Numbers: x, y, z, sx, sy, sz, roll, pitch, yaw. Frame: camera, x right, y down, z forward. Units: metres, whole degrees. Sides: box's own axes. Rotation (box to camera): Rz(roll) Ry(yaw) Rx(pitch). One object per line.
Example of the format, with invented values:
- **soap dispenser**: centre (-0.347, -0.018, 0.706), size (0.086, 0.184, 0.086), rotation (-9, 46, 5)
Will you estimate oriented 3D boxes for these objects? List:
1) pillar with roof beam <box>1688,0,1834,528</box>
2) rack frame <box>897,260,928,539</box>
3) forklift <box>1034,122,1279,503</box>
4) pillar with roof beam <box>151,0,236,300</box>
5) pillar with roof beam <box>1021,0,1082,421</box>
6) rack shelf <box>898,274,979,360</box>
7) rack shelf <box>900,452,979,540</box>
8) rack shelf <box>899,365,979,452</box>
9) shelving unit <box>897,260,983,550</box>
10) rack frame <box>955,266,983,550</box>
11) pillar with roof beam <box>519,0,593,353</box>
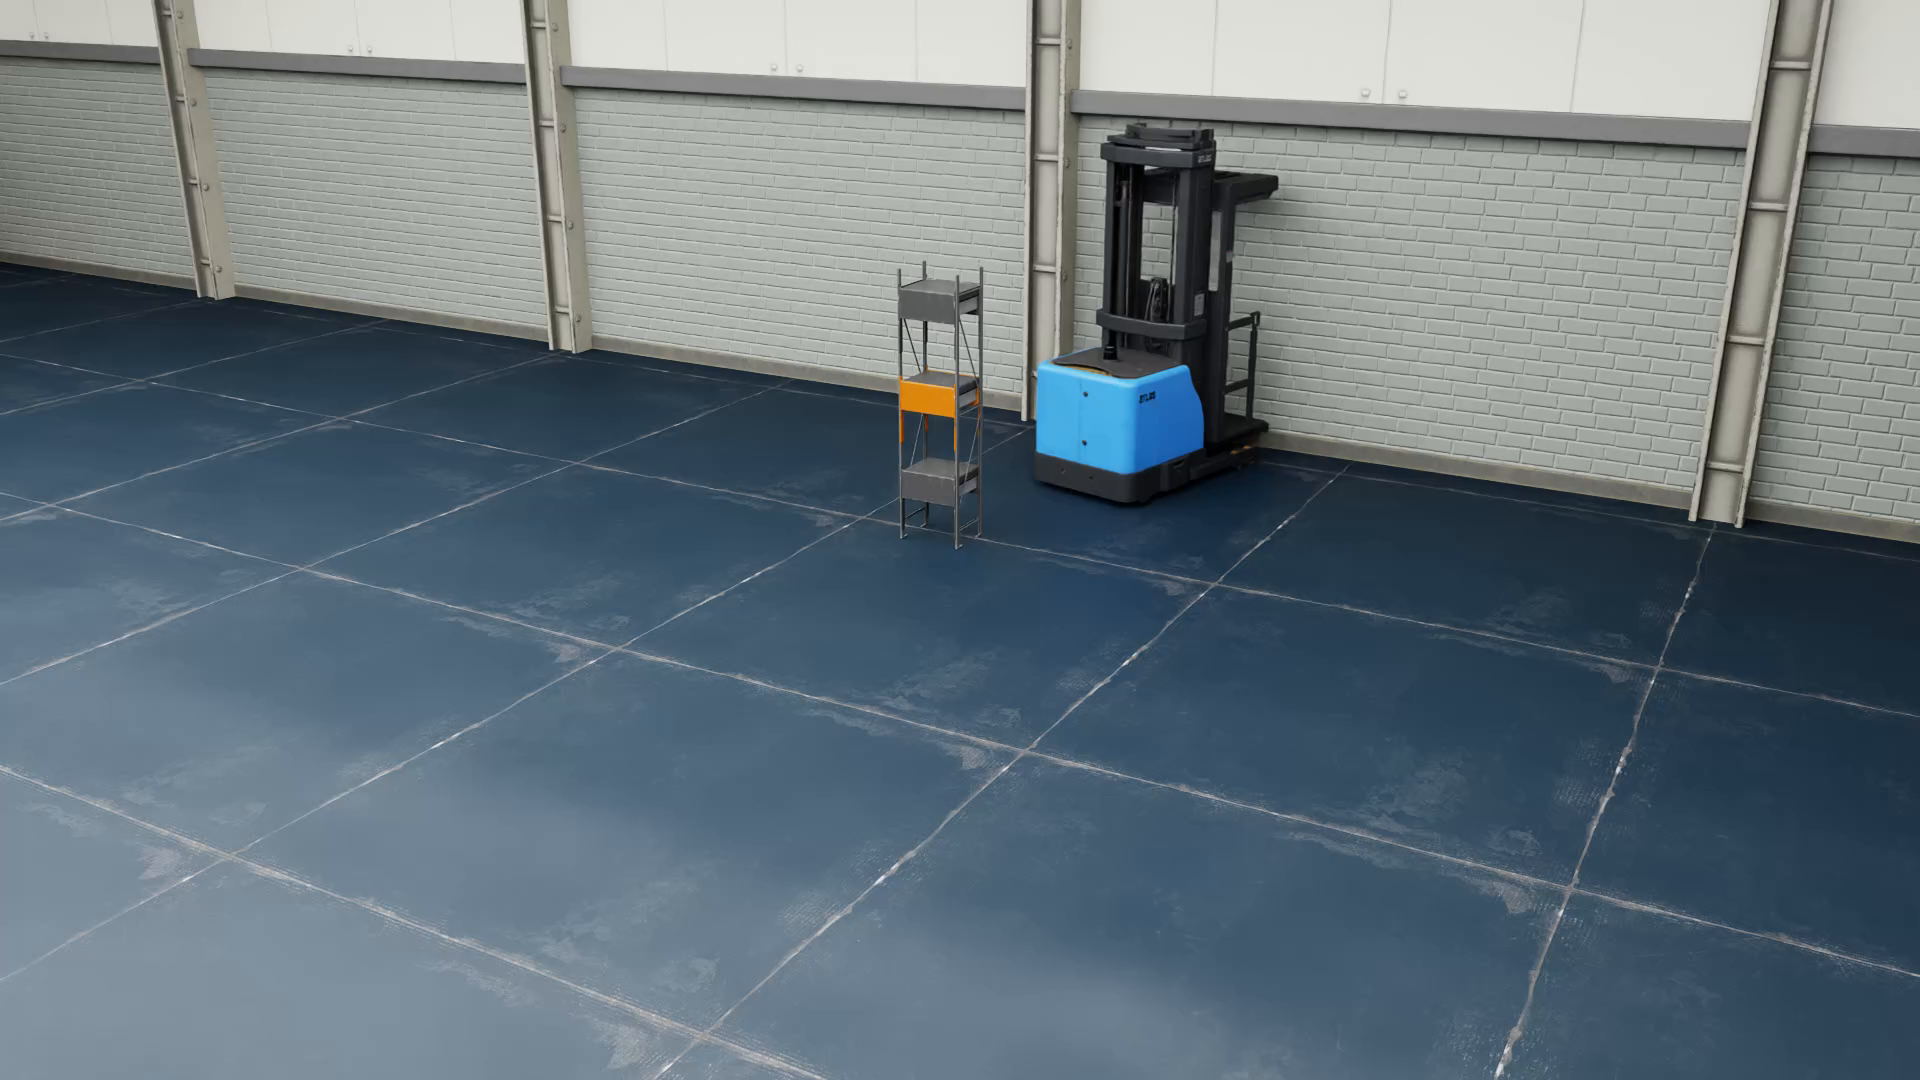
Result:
- **pillar with roof beam**: centre (3.976, -3.121, 8.272), size (0.400, 9.000, 9.100), rotation (11, 23, 27)
- **rack frame**: centre (-0.358, -1.055, 12.695), size (0.015, 2.100, 0.400), rotation (11, 23, 27)
- **forklift**: centre (1.990, -2.100, 14.355), size (1.130, 2.935, 3.031), rotation (17, 26, 39)
- **pillar with roof beam**: centre (-11.738, -6.114, 16.524), size (0.400, 9.000, 9.100), rotation (11, 23, 27)
- **pillar with roof beam**: centre (-1.262, -4.119, 11.023), size (0.400, 9.000, 9.100), rotation (11, 23, 27)
- **rack shelf**: centre (-0.144, -1.660, 12.349), size (0.480, 0.518, 0.431), rotation (11, 23, 27)
- **rack shelf**: centre (-0.144, -0.344, 12.826), size (0.480, 0.518, 0.431), rotation (11, 23, 27)
- **rack shelf**: centre (-0.144, -1.002, 12.588), size (0.480, 0.518, 0.431), rotation (11, 23, 27)
- **shelving unit**: centre (-0.144, -1.015, 12.583), size (0.503, 2.100, 0.431), rotation (11, 23, 27)
- **rack frame**: centre (0.069, -0.974, 12.471), size (0.015, 2.100, 0.400), rotation (11, 23, 27)
- **pillar with roof beam**: centre (-6.500, -5.116, 13.774), size (0.400, 9.000, 9.100), rotation (11, 23, 27)
